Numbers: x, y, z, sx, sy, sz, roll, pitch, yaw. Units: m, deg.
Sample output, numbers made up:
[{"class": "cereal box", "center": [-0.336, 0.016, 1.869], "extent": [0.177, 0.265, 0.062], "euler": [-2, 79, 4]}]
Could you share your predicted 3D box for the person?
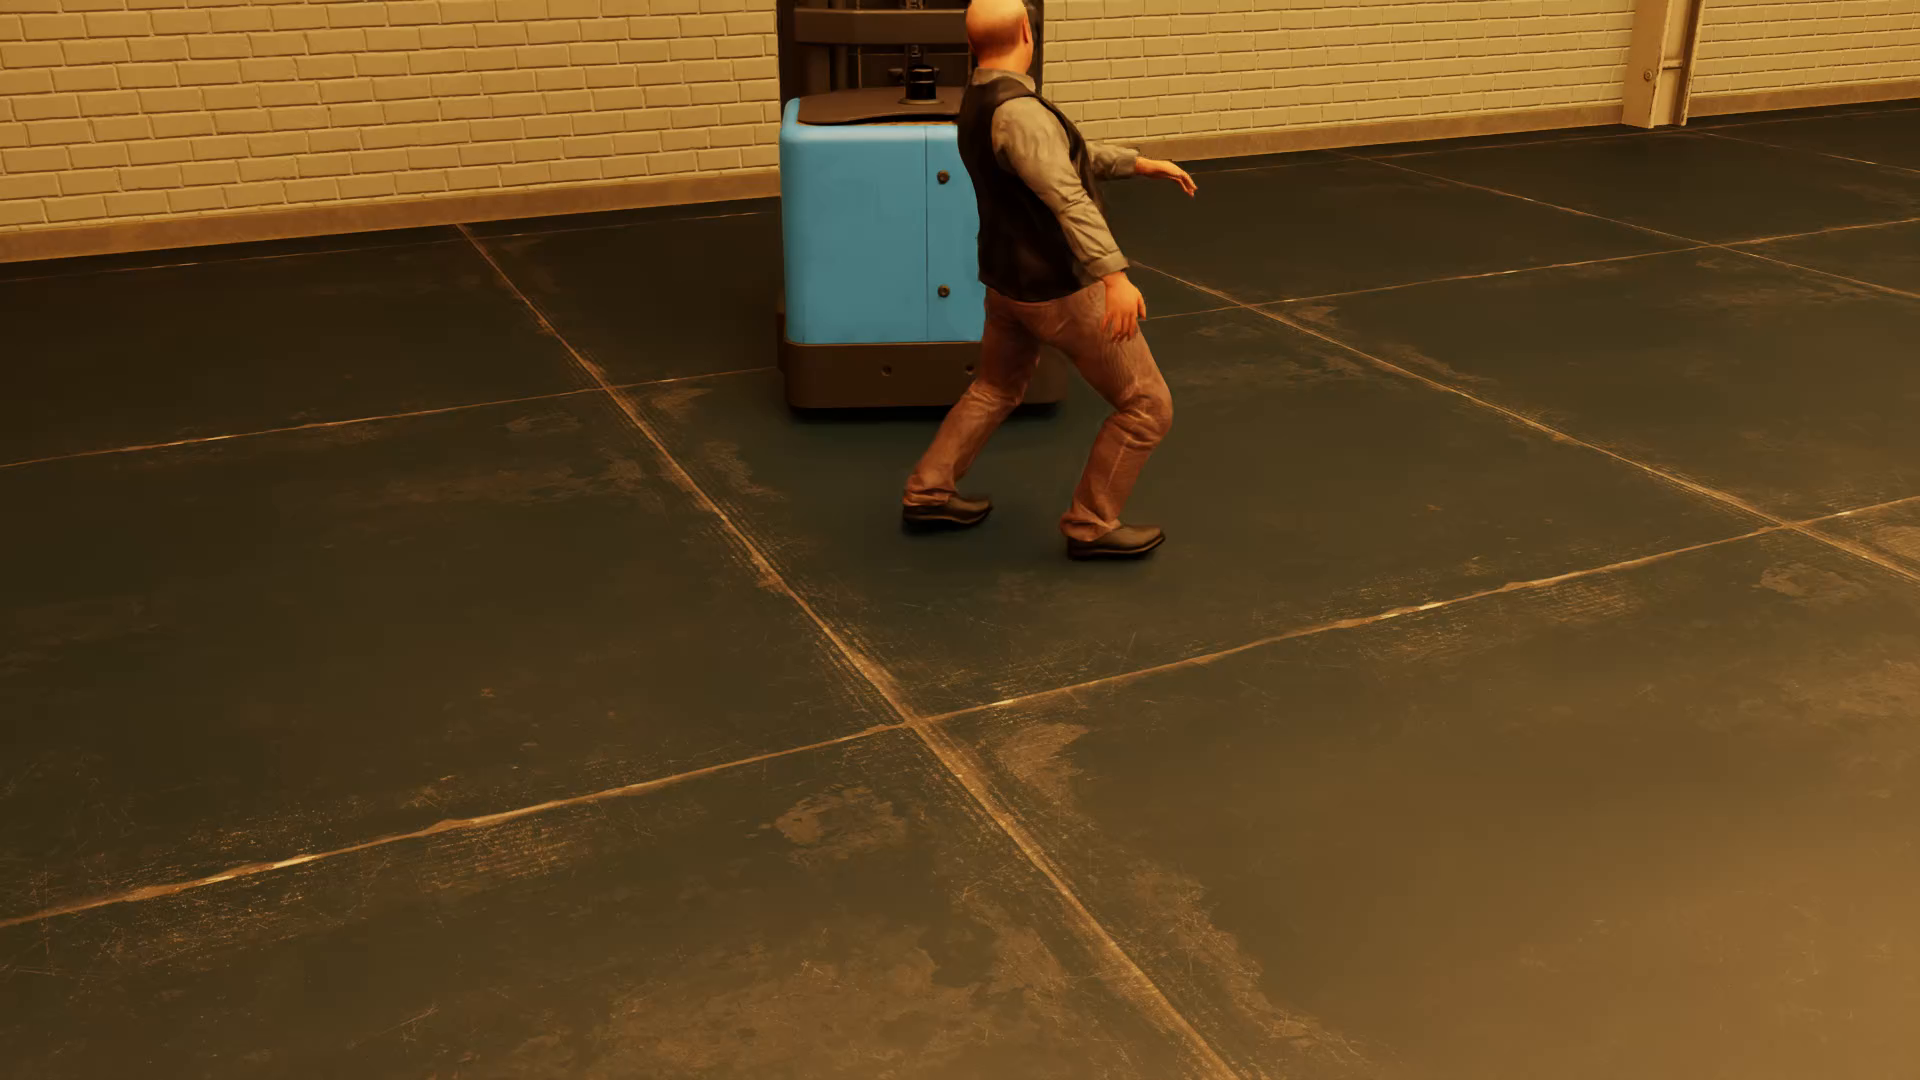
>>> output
[{"class": "person", "center": [0.321, -0.739, 4.792], "extent": [0.842, 1.608, 0.758], "euler": [-11, 25, -25]}]

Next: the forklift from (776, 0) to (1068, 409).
[{"class": "forklift", "center": [-0.220, -2.357, 6.960], "extent": [1.130, 2.935, 3.031], "euler": [-2, 23, -4]}]
